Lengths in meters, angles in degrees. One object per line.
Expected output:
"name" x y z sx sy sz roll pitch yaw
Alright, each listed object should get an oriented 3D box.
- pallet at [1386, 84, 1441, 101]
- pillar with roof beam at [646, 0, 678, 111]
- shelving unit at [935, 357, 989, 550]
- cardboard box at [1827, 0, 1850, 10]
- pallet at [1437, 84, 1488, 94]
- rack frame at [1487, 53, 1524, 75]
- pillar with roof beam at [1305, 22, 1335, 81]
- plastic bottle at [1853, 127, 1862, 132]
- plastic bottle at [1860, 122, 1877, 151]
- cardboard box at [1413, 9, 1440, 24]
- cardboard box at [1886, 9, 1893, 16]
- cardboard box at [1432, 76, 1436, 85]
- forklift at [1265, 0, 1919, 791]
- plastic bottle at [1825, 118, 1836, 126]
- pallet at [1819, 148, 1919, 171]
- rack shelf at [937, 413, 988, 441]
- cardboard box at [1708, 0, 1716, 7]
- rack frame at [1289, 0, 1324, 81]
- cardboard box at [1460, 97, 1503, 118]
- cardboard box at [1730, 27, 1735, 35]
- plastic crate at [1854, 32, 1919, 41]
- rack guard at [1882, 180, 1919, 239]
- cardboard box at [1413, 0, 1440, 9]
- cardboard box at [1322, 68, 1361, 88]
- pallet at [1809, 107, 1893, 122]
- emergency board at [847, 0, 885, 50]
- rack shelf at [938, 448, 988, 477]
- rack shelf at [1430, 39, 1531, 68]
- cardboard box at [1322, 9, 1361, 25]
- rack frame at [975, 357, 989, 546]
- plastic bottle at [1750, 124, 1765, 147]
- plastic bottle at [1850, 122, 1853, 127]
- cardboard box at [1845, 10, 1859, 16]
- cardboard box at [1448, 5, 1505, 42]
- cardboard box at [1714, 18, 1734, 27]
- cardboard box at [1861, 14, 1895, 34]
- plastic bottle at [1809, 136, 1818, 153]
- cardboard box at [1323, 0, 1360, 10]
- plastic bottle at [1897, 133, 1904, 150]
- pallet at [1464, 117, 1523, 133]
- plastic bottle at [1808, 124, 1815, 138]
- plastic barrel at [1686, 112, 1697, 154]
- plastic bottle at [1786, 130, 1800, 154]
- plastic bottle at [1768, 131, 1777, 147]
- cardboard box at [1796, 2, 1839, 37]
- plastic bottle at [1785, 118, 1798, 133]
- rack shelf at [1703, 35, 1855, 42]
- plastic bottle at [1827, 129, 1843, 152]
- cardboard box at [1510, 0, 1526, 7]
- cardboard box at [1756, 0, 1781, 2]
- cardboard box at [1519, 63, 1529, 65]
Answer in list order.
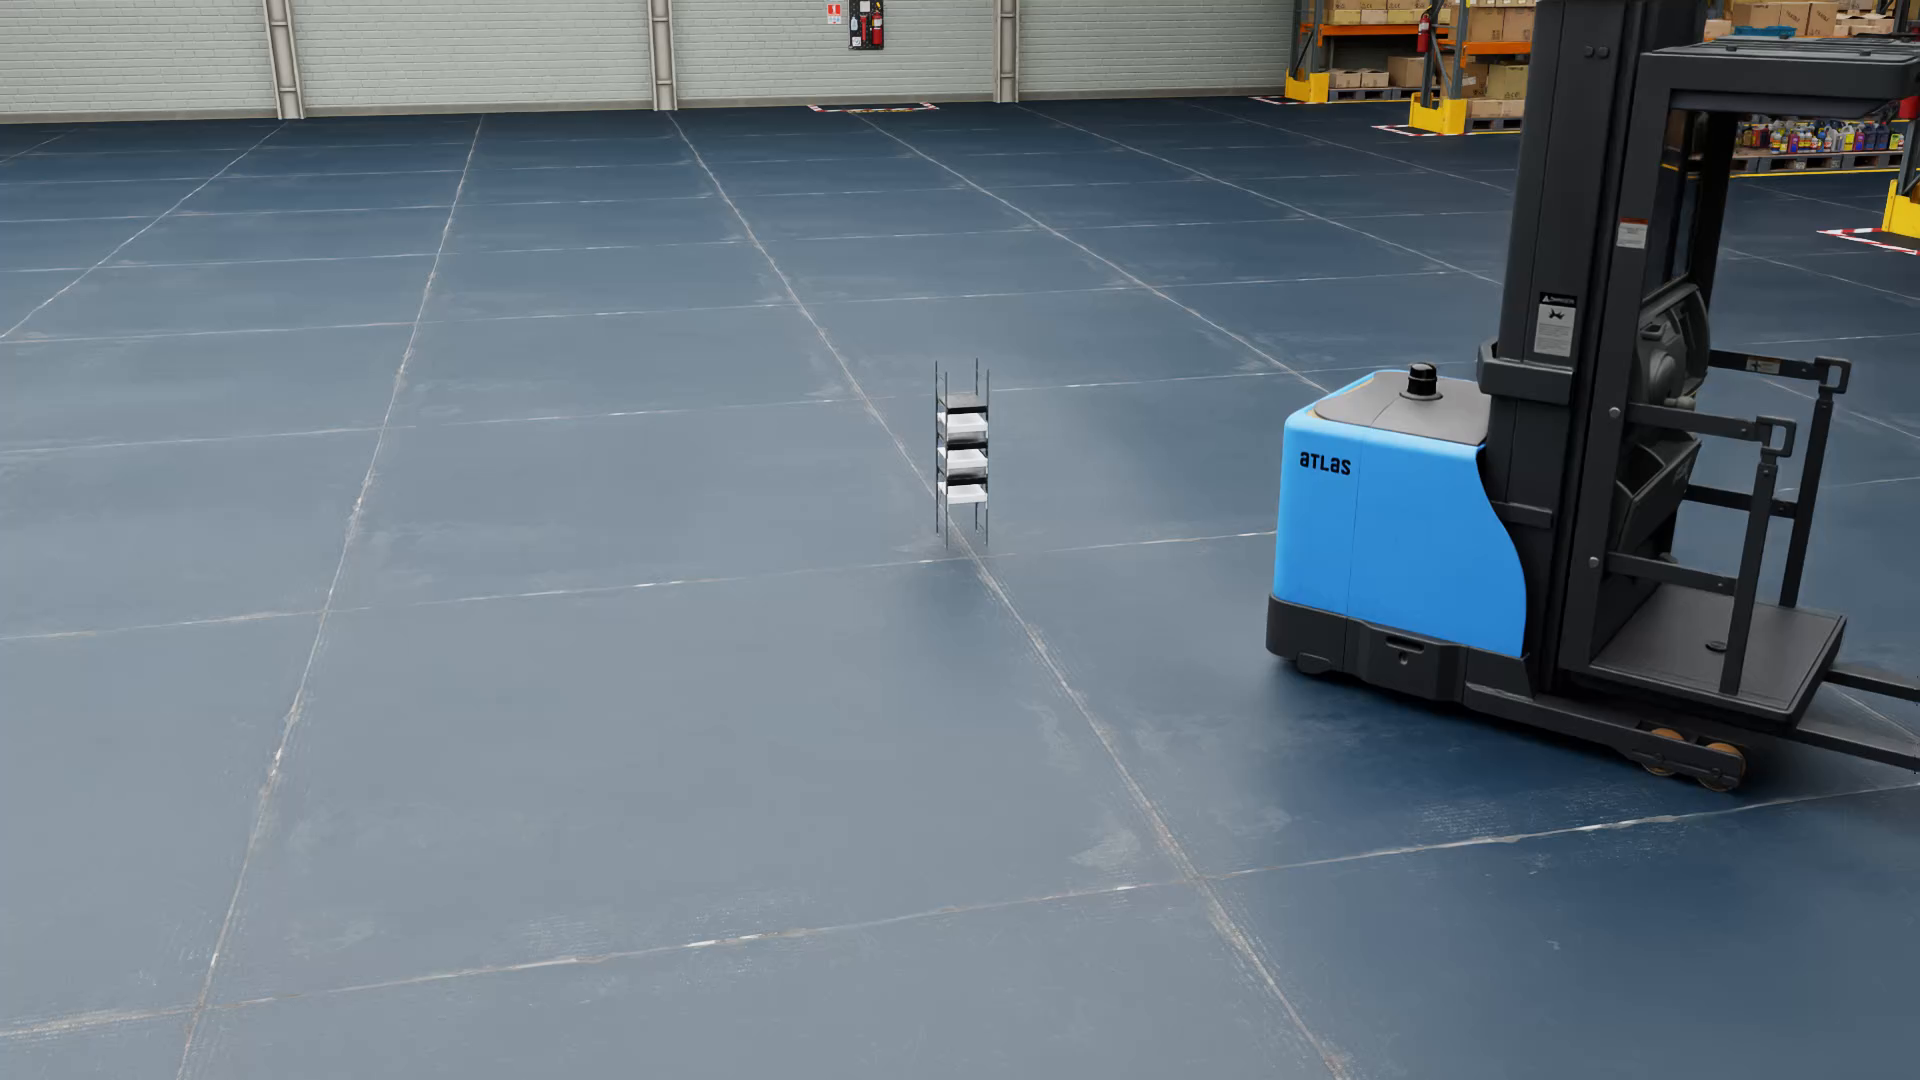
"pallet" 8.227 -8.201 30.395 1.213 0.211 1.003 -5 21 -12
"pillar with roof beam" -4.035 -10.127 22.879 0.400 9.000 9.100 -5 21 -12
"shelving unit" 0.008 -0.423 8.162 0.210 0.900 0.258 -5 21 -12
"cardboard box" 16.471 -10.301 31.467 0.500 0.500 0.500 -5 21 -12
"pallet" 9.417 -8.299 30.662 1.213 0.211 1.003 -5 21 -12
"rack frame" 10.062 -9.673 30.360 0.127 3.000 1.000 -5 21 -12
"pillar with roof beam" 7.643 -11.077 25.472 0.400 9.000 9.100 -5 21 -12
"plastic bottle" 11.536 -5.169 21.386 0.135 0.276 0.152 -5 21 -12
"plastic bottle" 11.595 -5.157 21.243 0.185 0.351 0.144 -6 21 -15
"cardboard box" 8.209 -9.351 29.670 0.500 0.250 0.500 -4 21 -12
"cardboard box" 17.584 -10.076 31.796 0.250 0.149 0.380 -4 21 -12
"cardboard box" 8.501 -8.421 30.447 0.250 0.149 0.380 -6 21 -17
"forklift" 2.758 -0.694 5.948 3.031 2.935 1.130 14 24 33
"plastic bottle" 11.461 -5.395 21.892 0.185 0.351 0.144 -4 21 -11
"pallet" 11.679 -5.008 21.680 1.213 0.211 1.003 -5 21 -12
"rack shelf" 0.008 -0.561 8.111 0.200 0.077 0.258 -5 21 -12
"cardboard box" 14.354 -10.311 31.495 0.500 0.500 0.500 -5 21 -12
"rack frame" 6.170 -9.356 29.496 0.127 3.000 1.000 -5 21 -12
"cardboard box" 7.886 -6.573 25.283 0.500 0.250 0.500 -5 21 -12
"cardboard box" 12.115 -7.899 25.882 0.250 0.149 0.380 -5 21 -12
"plastic crate" 11.803 -6.329 21.321 0.504 0.338 0.767 -5 21 -12
"rack guard" 9.663 -3.215 16.363 0.348 0.500 1.175 -5 21 -12
"cardboard box" 8.191 -9.704 29.543 0.500 0.500 0.500 -4 20 -11
"cardboard box" 6.864 -8.325 29.950 0.500 0.311 0.500 -7 21 -19
"pallet" 14.288 -6.970 27.036 1.213 0.211 1.003 -5 21 -12
"emergency board" -1.601 -9.044 28.642 0.643 1.169 0.194 -5 21 -12
"rack shelf" 0.008 -0.392 8.173 0.200 0.077 0.258 -5 21 -12
"rack shelf" 9.260 -7.519 25.526 4.000 0.370 1.077 -5 21 -12
"cardboard box" 6.718 -9.228 29.333 0.500 0.250 0.500 -5 21 -14
"rack frame" 0.107 -0.431 8.184 0.006 0.900 0.240 -5 21 -12
"plastic bottle" 10.387 -5.271 21.662 0.135 0.276 0.152 -4 21 -12
"plastic bottle" 11.648 -5.339 21.838 0.133 0.283 0.061 -5 21 -12
"cardboard box" 16.838 -10.002 31.595 0.250 0.149 0.380 -5 21 -12
"cardboard box" 7.771 -7.778 25.042 0.500 0.500 0.700 -5 21 -12
"cardboard box" 12.019 -8.083 26.215 0.258 0.266 0.396 -5 21 -14
"cardboard box" 14.735 -8.276 26.675 0.500 0.311 0.500 -3 20 -9
"plastic bottle" 10.813 -5.015 21.072 0.097 0.201 0.097 0 20 0
"cardboard box" 6.704 -9.585 29.217 0.500 0.500 0.500 -5 21 -12
"plastic bottle" 12.061 -5.116 21.349 0.097 0.201 0.097 0 20 0
"pallet" 8.048 -6.464 25.653 1.213 0.211 1.003 -5 21 -12
"plastic bottle" 11.143 -5.318 21.799 0.097 0.271 0.097 0 20 0
"plastic barrel" 9.072 -5.147 21.010 0.421 0.512 0.421 0 20 0
"plastic bottle" 10.510 -5.022 20.973 0.133 0.283 0.061 -4 21 -12
"plastic bottle" 10.569 -5.206 21.595 0.097 0.201 0.097 0 20 0
"cardboard box" 13.469 -8.240 26.304 0.500 0.500 0.500 -6 21 -15
"plastic bottle" 10.864 -5.346 21.759 0.185 0.351 0.144 -5 21 -13
"rack shelf" 13.152 -7.836 26.390 4.000 0.370 1.077 -5 21 -12
"plastic bottle" 11.122 -5.085 21.155 0.135 0.276 0.152 -4 21 -11
"cardboard box" 8.244 -8.050 24.841 0.250 0.149 0.380 -5 21 -12
"cardboard box" 14.998 -10.177 31.128 0.500 0.500 0.500 -4 20 -11
"cardboard box" 8.856 -7.009 25.384 0.500 0.500 0.500 -5 21 -12
